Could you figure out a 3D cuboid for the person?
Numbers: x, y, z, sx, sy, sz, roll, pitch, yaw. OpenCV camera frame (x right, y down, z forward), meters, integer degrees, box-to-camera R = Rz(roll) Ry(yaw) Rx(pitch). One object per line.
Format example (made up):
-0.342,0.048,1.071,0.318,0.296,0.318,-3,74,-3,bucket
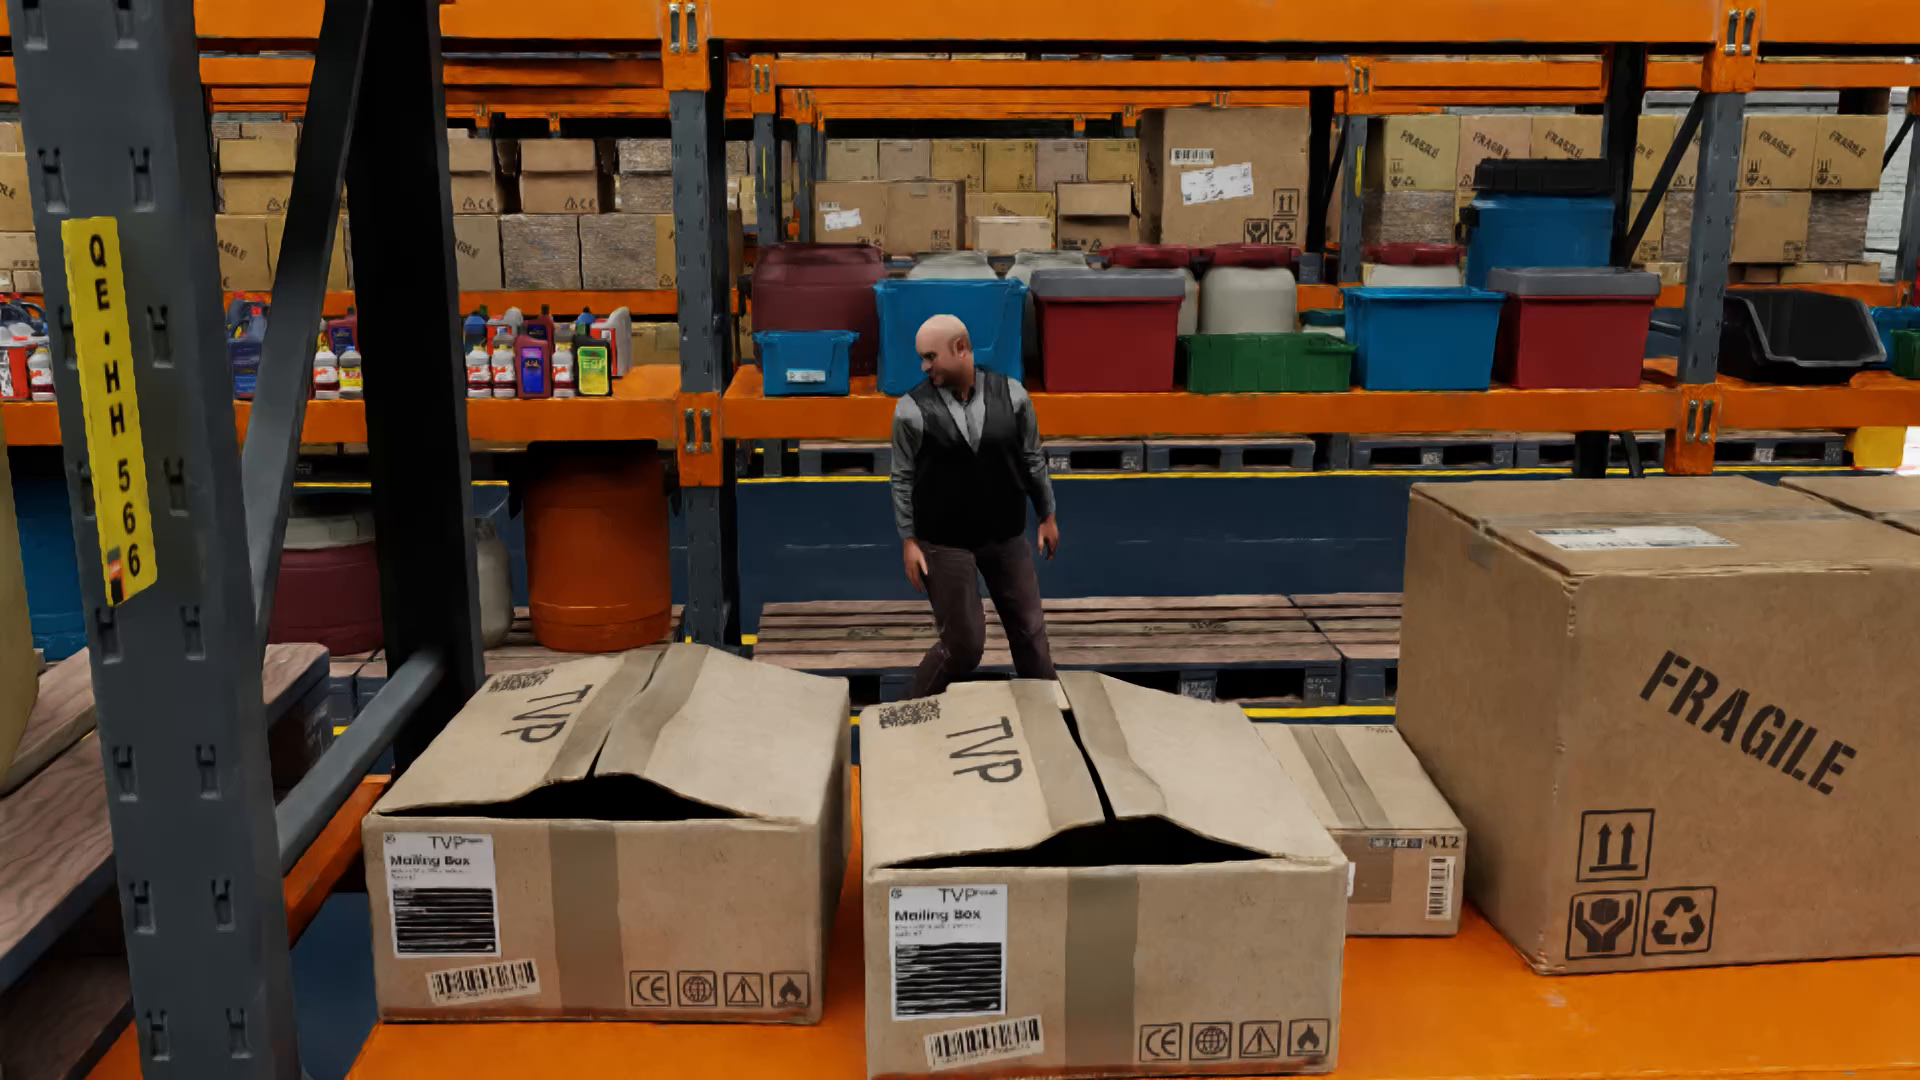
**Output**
0.092,-0.005,6.136,0.662,1.670,0.569,-7,15,-26,person
